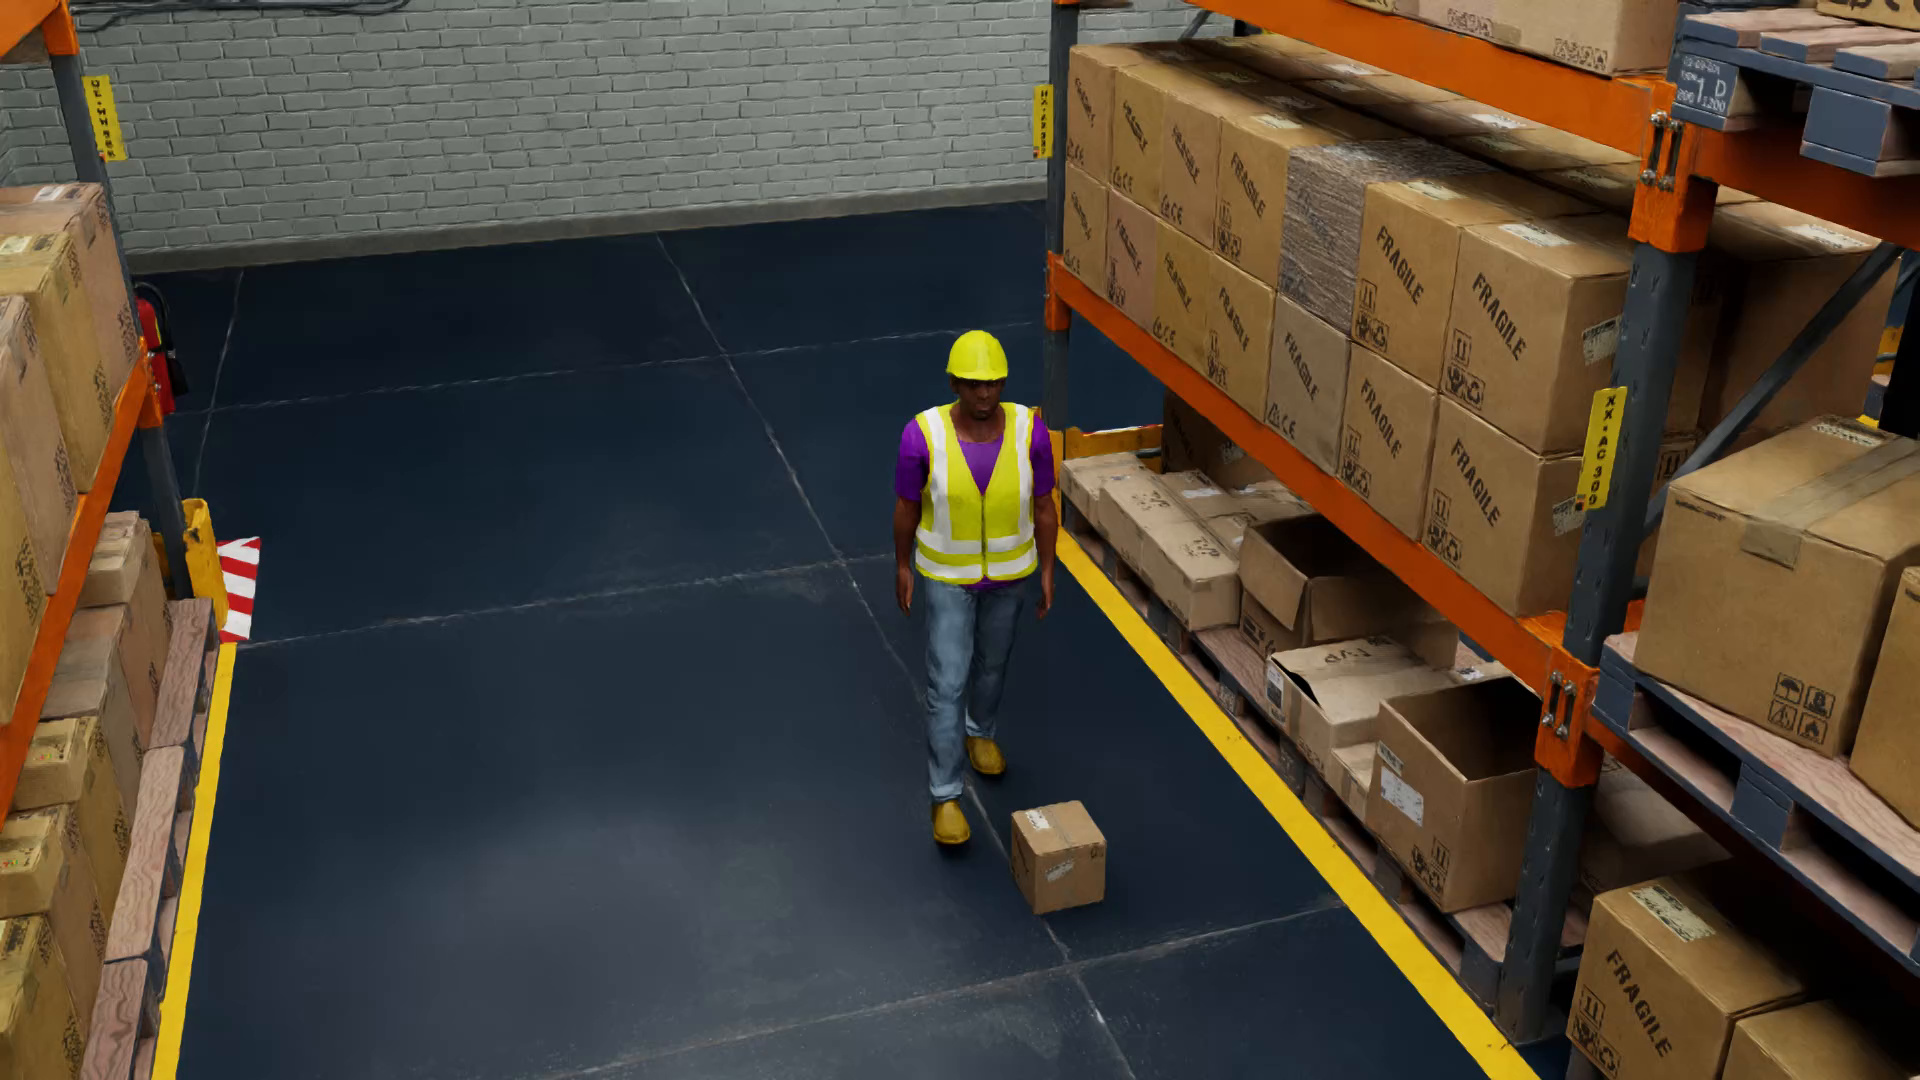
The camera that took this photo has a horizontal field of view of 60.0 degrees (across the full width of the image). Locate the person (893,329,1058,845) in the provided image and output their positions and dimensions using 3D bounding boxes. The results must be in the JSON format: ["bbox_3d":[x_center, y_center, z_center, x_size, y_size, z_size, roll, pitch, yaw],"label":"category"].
[{"bbox_3d":[0.086,0.151,5.762,0.568,1.747,0.789,-6,27,-11],"label":"person"}]
